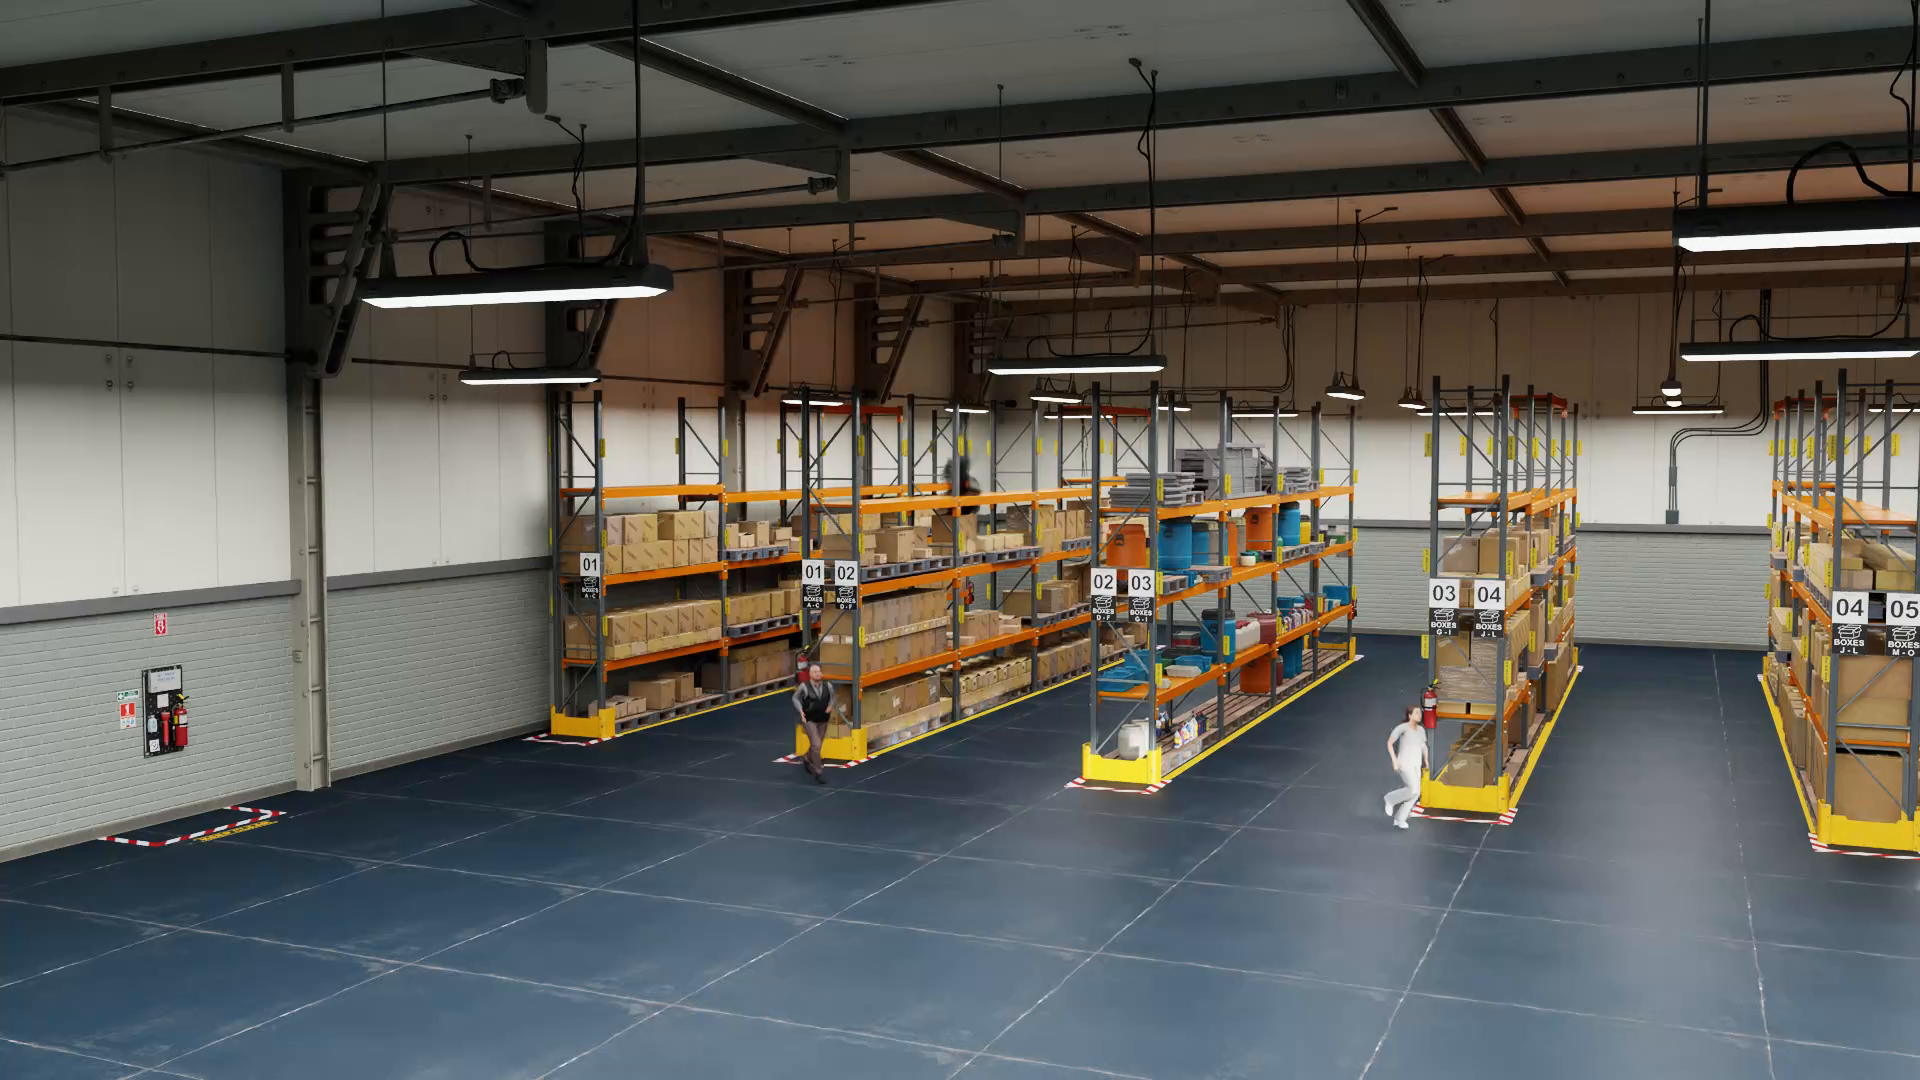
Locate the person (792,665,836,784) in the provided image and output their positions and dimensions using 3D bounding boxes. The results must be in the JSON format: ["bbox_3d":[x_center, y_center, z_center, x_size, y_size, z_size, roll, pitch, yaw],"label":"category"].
[{"bbox_3d":[-2.173,2.732,24.997,0.658,1.723,0.903,-2,4,-30],"label":"person"}]

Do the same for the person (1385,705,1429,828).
[{"bbox_3d":[5.985,2.989,22.052,0.597,1.579,0.534,-2,4,-27],"label":"person"}]
